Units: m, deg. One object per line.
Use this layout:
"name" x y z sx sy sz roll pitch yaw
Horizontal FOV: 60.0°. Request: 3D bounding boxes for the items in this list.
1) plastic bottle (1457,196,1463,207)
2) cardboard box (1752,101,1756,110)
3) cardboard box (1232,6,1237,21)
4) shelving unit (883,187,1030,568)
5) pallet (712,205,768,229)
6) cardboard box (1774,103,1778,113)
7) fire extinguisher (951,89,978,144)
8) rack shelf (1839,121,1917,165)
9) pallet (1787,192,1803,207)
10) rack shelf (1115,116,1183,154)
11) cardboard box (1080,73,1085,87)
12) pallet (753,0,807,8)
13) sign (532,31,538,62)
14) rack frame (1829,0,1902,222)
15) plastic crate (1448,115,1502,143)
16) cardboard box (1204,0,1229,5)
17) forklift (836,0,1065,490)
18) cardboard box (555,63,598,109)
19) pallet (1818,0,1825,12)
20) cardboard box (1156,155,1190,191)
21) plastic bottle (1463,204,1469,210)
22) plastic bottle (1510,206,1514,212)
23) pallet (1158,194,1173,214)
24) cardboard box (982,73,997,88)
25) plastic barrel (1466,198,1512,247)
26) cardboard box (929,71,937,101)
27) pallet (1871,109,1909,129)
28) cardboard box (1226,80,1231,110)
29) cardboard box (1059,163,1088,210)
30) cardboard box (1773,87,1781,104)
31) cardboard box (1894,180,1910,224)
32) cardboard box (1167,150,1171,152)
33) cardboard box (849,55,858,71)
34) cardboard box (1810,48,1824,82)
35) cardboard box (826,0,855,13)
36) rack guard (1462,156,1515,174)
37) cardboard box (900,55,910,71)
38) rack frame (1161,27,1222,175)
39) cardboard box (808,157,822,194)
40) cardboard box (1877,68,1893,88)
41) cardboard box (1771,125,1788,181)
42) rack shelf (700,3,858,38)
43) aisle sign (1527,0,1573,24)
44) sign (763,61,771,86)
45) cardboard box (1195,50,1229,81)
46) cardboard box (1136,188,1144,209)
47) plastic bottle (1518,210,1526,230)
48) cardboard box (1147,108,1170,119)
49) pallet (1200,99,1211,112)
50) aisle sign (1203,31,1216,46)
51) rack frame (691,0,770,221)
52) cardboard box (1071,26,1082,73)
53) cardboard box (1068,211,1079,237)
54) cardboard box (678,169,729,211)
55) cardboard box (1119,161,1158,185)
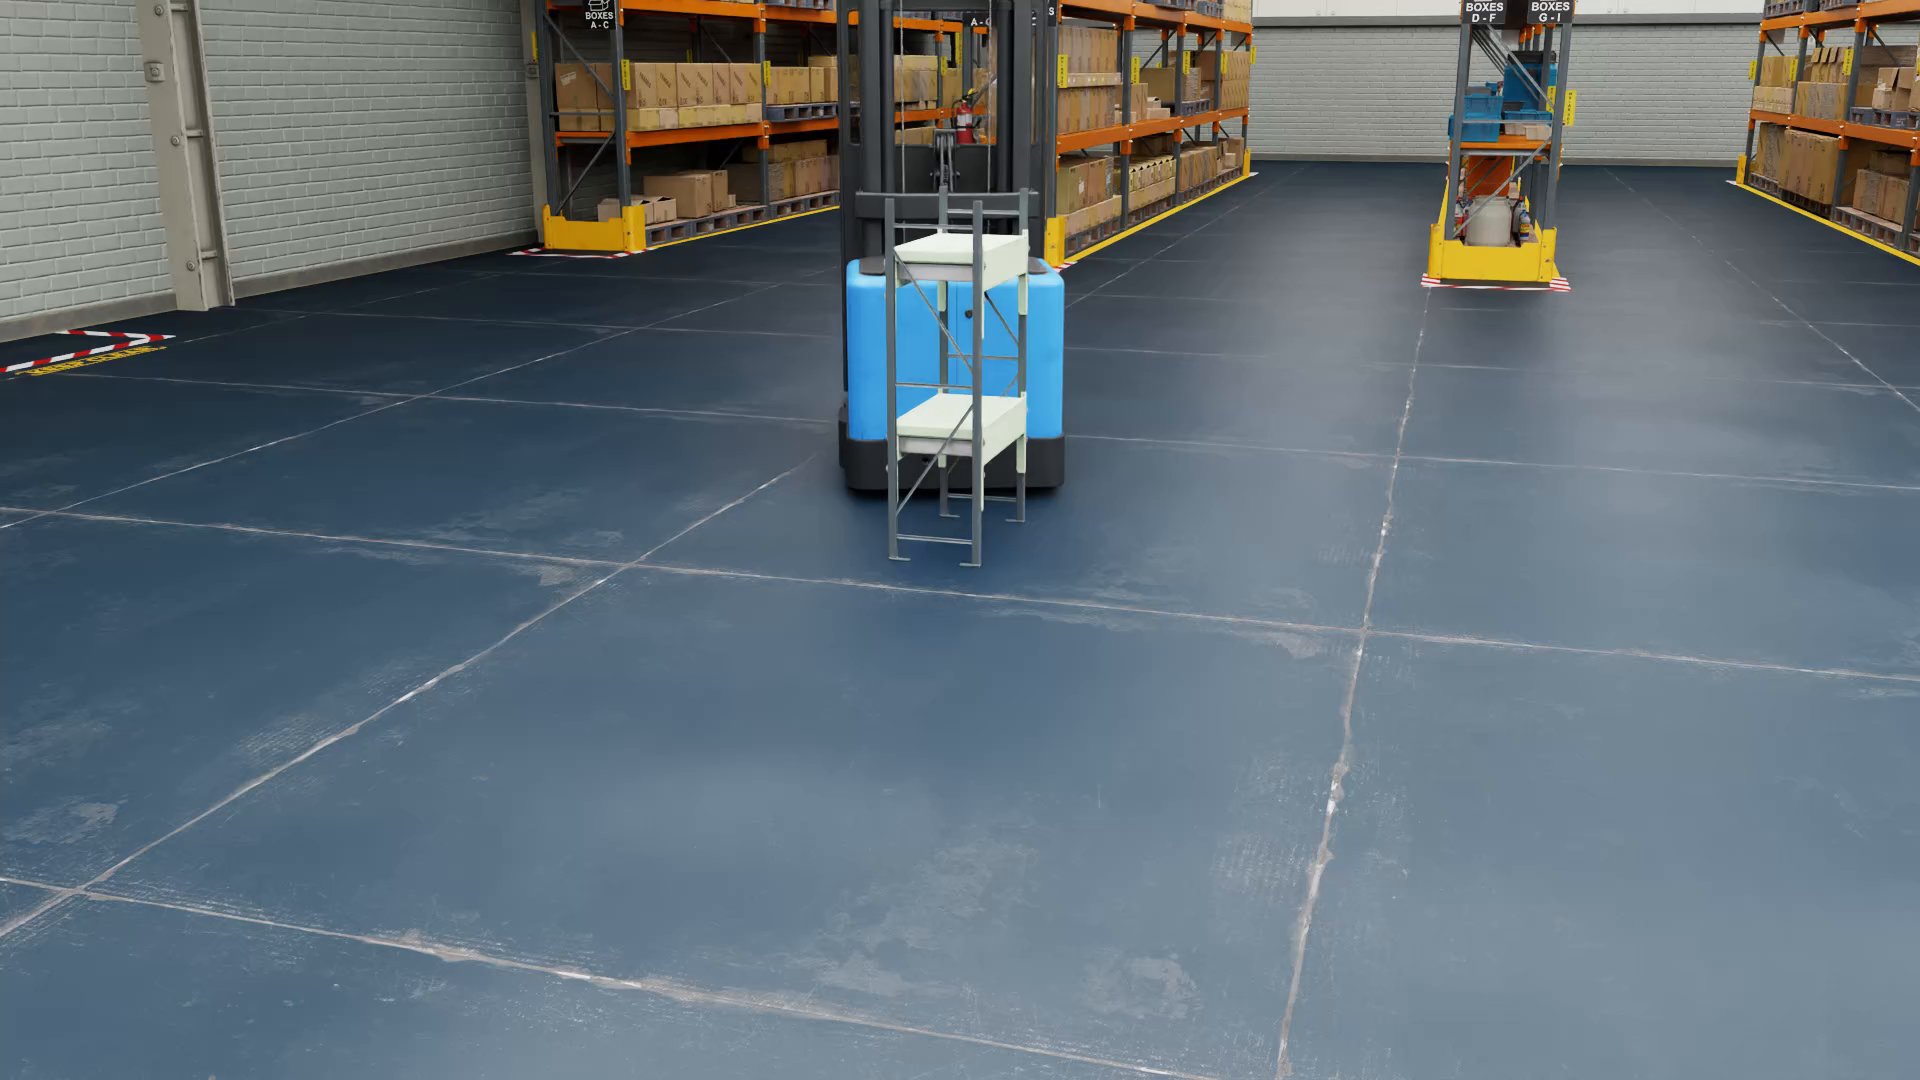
"plastic bottle" 5.778 -3.824 19.361 0.144 0.351 0.185 5 17 17
"cardboard box" 14.147 -7.633 29.202 0.380 0.149 0.250 5 17 17
"cardboard box" 4.595 -9.284 29.341 0.500 0.250 0.500 5 16 16
"shelving unit" -0.002 -0.720 7.119 0.431 1.500 0.755 5 16 16
"pallet" -3.250 -4.314 22.151 1.003 0.211 1.213 5 16 16
"cardboard box" 13.492 -7.028 27.070 0.380 0.149 0.250 5 17 17
"fire extinguisher" 0.041 -4.372 17.388 0.296 0.674 0.183 5 16 16
"rack shelf" 11.722 -4.858 20.280 1.077 0.370 4.000 5 16 16
"pallet" 13.280 -5.225 25.364 1.003 0.211 1.213 5 16 16
"rack shelf" 2.225 -5.628 22.991 1.077 0.370 4.000 5 16 16
"cardboard box" 1.202 -5.187 18.748 0.380 0.149 0.250 4 16 15
"pallet" -2.816 -7.340 22.556 1.213 0.211 1.003 5 16 16
"sign" -4.757 -5.544 18.679 0.100 0.325 0.005 5 16 16
"rack frame" 12.291 -5.728 22.026 1.000 3.000 0.127 5 16 16
"plastic crate" 5.124 -4.101 16.565 0.499 0.251 0.616 5 16 16
"cardboard box" 4.307 -9.263 28.351 0.500 0.250 0.500 5 16 16
"forklift" -0.109 -1.998 9.001 1.130 2.935 3.031 -1 16 -4
"cardboard box" -4.300 -5.225 19.118 0.500 0.500 0.500 4 16 15
"pallet" 13.214 -7.882 24.473 0.805 0.209 1.217 4 16 14
"cardboard box" 3.197 -5.603 25.361 0.500 0.500 0.500 5 17 18
"plastic bottle" 5.852 -3.738 19.205 0.097 0.271 0.097 0 16 0
"plastic bottle" 6.247 -3.646 18.858 0.061 0.283 0.133 5 16 16
"pallet" 2.522 -4.943 24.370 1.003 0.211 1.213 5 16 16
"cardboard box" 0.446 -4.879 17.661 0.380 0.149 0.250 4 16 15
"plastic barrel" 5.382 -3.202 16.911 0.421 0.512 0.421 0 16 0
"cardboard box" -0.710 -7.987 29.227 0.500 0.500 0.500 4 16 15
"pallet" 11.767 -5.114 20.215 1.003 0.211 1.213 5 16 16
"cardboard box" 4.479 -7.838 29.283 0.500 0.500 0.500 5 17 17
"cardboard box" 1.156 -4.030 18.935 0.500 0.500 0.500 5 16 16
"cardboard box" 13.591 -7.250 27.124 0.500 0.250 0.500 5 17 17
"cardboard box" 11.503 -3.973 19.613 0.700 0.500 0.500 5 16 16
"cardboard box" 3.125 -6.042 26.909 0.500 0.500 0.500 4 16 14
"cardboard box" -1.572 -7.548 26.305 0.500 0.250 0.500 5 17 17
"cardboard box" 13.254 -7.137 24.974 0.797 0.503 0.637 4 16 14
"cardboard box" -1.902 -8.081 24.951 0.500 0.311 0.500 5 16 16
"rack guard" 9.810 -7.010 31.126 1.175 0.500 0.348 5 16 16
"cardboard box" -1.151 -7.946 27.709 0.500 0.250 0.500 4 16 15
"rack frame" 3.930 -7.543 28.428 1.000 3.000 0.127 5 16 16
"cardboard box" -2.483 -5.439 24.782 0.700 0.500 0.500 5 16 16
"cardboard box" 12.175 -5.834 21.446 0.500 0.500 0.500 3 16 9
"cardboard box" 13.947 -6.356 27.365 0.875 0.875 0.875 5 16 16
"rack shelf" -2.525 -7.454 23.933 1.077 0.370 4.000 5 16 16
"aisle sign" 5.529 -5.228 15.500 0.394 0.787 0.004 5 16 16
"sign" -2.571 -6.210 22.140 0.100 0.325 0.005 5 16 16
"cardboard box" 4.334 -8.174 28.635 0.500 0.500 0.500 5 17 17
"cardboard box" 2.156 -4.550 22.142 0.500 0.250 0.500 5 17 17
"plastic bottle" 6.266 -3.537 18.496 0.097 0.271 0.097 0 16 0
"cardboard box" 2.803 -6.119 23.867 0.380 0.149 0.250 5 16 16
"pallet" 3.599 -7.250 27.747 1.003 0.211 1.213 5 16 16
"aisle sign" 4.805 -9.881 31.906 0.394 0.787 0.004 5 16 16
"rack frame" -3.093 -5.834 22.399 1.000 3.000 0.127 5 16 16
"cardboard box" 0.967 -5.481 18.596 0.700 0.500 0.500 5 16 16
"cardboard box" 1.025 -3.537 18.573 0.500 0.250 0.500 5 16 16
"cardboard box" -3.350 -4.568 21.712 0.500 0.500 0.500 3 16 12
"cardboard box" 2.449 -5.091 23.021 0.500 0.311 0.500 5 17 17
